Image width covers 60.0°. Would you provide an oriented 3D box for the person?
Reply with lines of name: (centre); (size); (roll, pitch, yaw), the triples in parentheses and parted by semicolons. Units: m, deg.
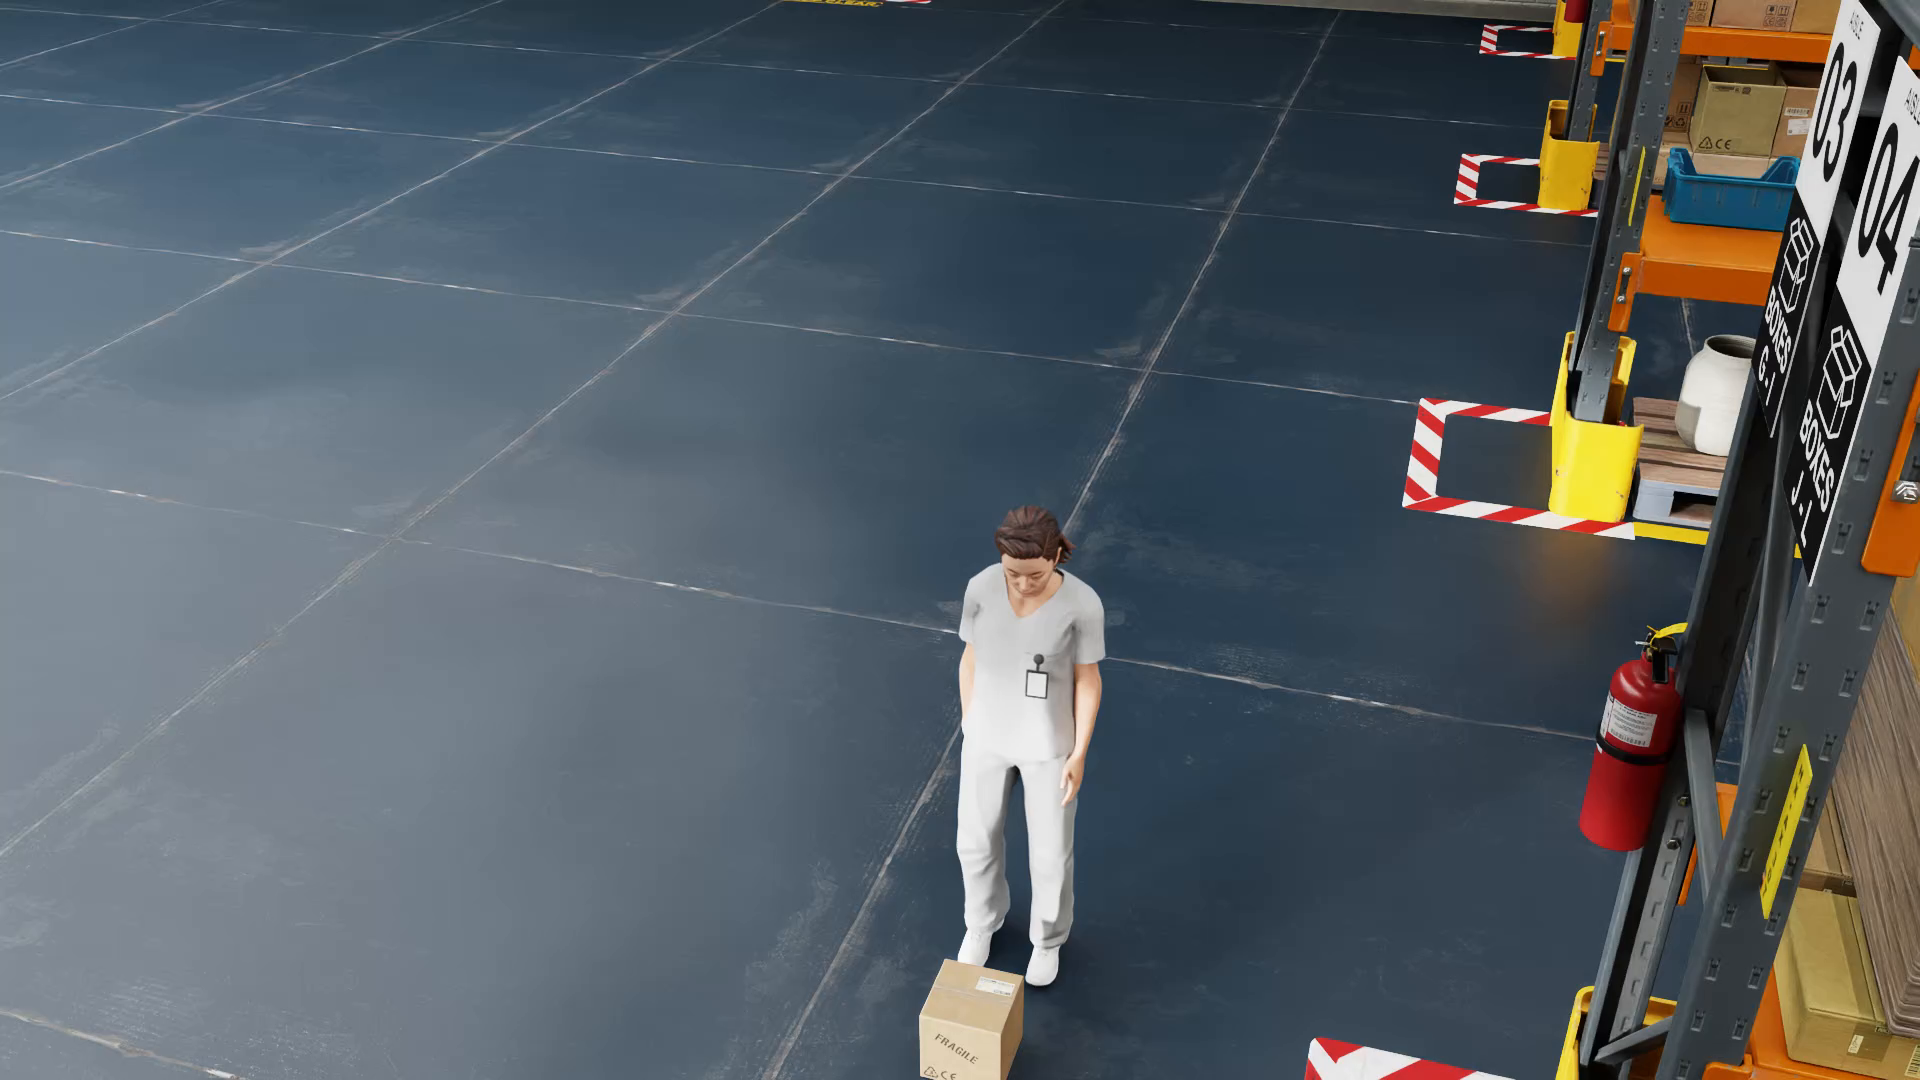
person: (0.153, 1.046, 5.134); (0.472, 0.829, 0.808); (9, 30, 15)
